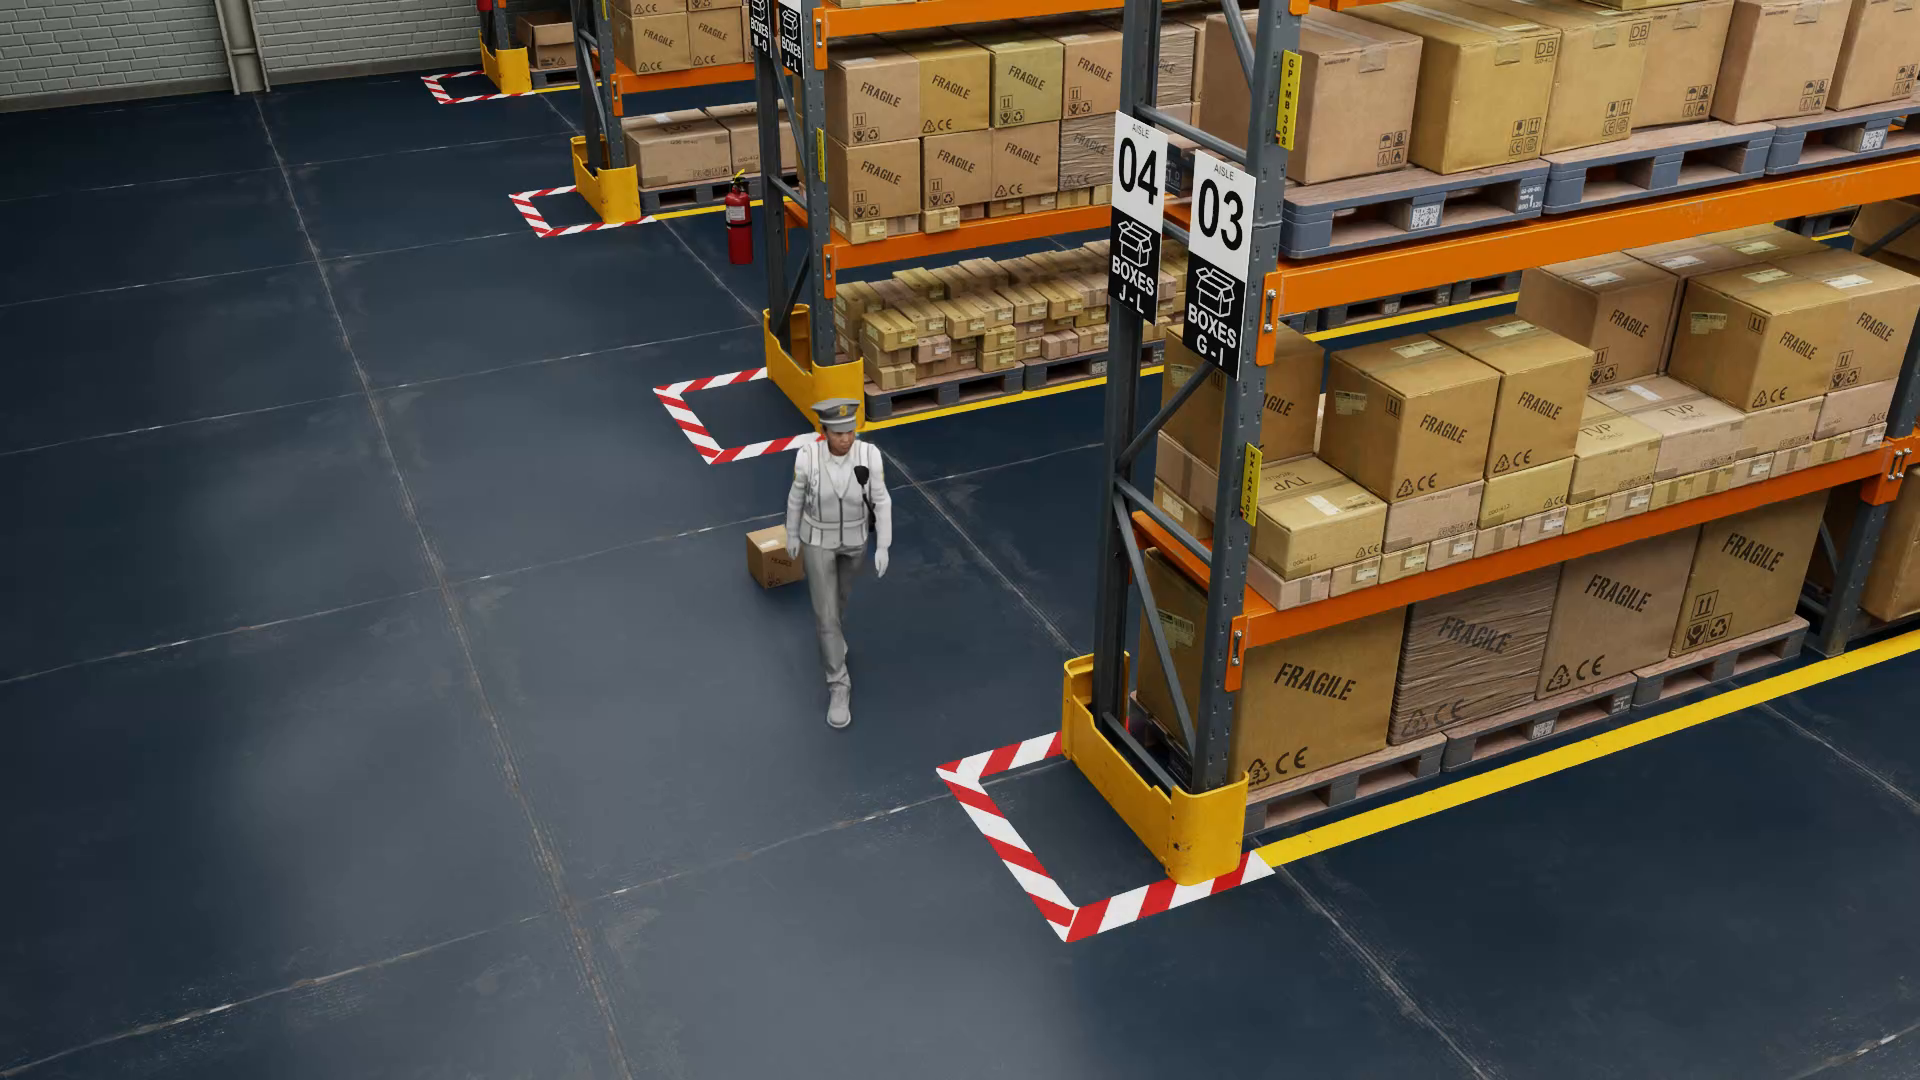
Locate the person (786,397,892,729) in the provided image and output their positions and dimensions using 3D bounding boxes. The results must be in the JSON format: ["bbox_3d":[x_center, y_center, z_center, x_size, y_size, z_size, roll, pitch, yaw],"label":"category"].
[{"bbox_3d":[-0.589,0.013,8.390,0.509,1.638,0.892,-9,31,-16],"label":"person"}]
